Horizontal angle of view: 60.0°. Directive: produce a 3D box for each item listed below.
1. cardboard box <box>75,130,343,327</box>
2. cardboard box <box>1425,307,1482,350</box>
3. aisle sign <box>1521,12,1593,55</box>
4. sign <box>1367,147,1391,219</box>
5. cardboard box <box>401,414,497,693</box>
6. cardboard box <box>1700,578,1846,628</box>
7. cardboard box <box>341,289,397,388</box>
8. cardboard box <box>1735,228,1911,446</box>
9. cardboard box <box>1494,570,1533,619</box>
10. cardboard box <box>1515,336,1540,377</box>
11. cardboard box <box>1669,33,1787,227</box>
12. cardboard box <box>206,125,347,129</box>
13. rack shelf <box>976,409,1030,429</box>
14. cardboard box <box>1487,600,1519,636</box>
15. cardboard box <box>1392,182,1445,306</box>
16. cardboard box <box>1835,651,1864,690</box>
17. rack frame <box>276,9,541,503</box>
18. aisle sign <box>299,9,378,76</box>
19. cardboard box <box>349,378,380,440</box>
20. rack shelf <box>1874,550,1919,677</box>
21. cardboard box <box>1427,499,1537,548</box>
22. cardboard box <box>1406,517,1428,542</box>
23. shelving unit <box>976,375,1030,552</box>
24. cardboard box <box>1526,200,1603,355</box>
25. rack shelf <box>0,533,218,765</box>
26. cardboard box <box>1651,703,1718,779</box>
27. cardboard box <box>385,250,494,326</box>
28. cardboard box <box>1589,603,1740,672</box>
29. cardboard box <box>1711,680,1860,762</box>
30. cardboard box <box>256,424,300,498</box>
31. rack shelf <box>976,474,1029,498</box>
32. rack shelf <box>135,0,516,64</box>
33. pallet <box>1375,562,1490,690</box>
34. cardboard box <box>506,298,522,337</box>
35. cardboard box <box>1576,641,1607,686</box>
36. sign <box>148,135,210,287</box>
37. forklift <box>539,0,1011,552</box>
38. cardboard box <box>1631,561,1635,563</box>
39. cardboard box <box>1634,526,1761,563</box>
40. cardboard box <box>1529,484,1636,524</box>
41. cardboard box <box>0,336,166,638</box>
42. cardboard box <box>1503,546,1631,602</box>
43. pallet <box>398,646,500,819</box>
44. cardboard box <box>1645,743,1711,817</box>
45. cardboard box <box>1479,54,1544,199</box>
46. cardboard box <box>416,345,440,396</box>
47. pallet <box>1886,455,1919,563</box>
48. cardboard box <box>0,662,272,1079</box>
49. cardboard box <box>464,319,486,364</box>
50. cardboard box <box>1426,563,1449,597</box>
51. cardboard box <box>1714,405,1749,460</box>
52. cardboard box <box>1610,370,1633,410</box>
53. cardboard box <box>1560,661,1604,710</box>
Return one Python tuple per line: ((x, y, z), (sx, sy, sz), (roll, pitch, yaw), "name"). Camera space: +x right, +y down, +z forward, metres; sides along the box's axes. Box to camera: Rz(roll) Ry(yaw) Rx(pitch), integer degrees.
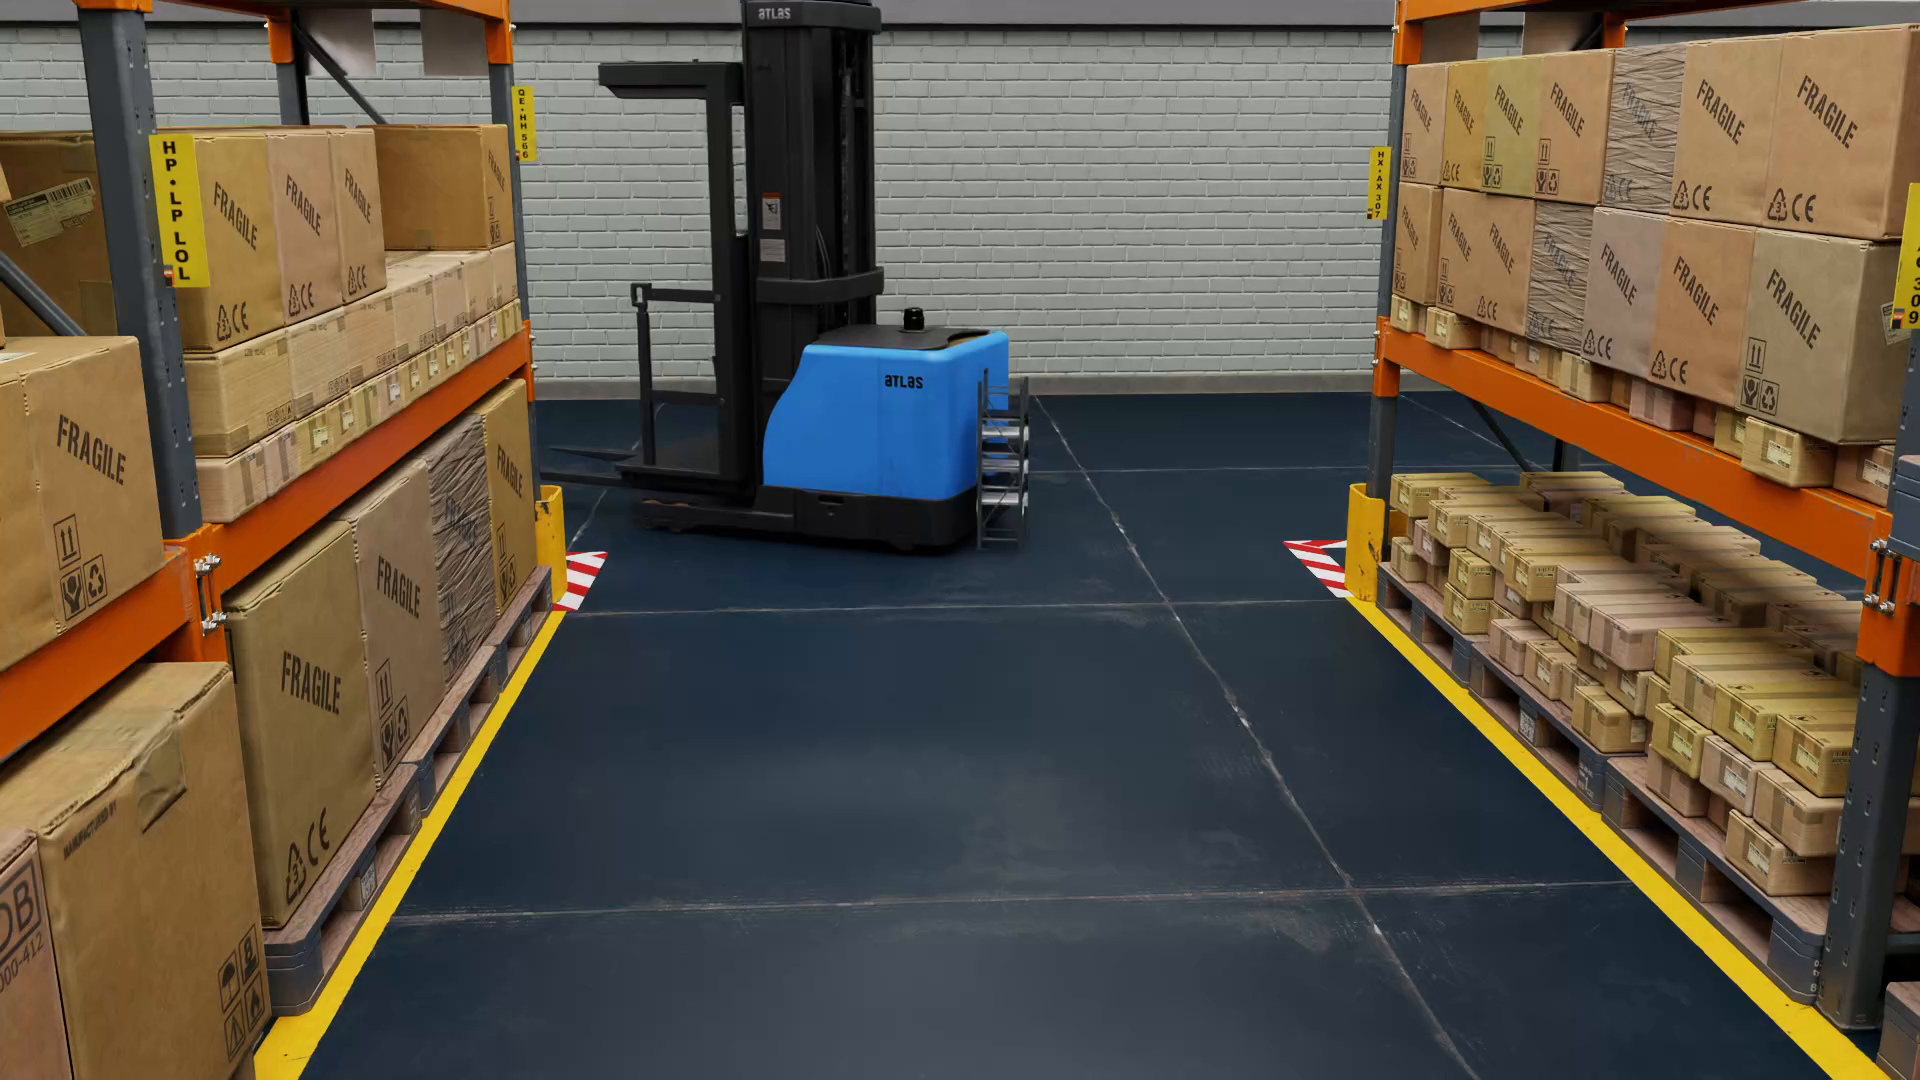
((-2.038, -0.861, 4.550), (0.500, 0.500, 0.500), (-1, 14, -3), "cardboard box")
((2.181, -0.889, 6.965), (0.380, 0.149, 0.250), (-1, 14, -5), "cardboard box")
((2.763, -2.508, 7.538), (0.394, 0.787, 0.004), (-1, 14, -3), "aisle sign")
((1.926, -1.637, 7.633), (0.100, 0.325, 0.005), (-1, 14, -3), "sign")
((-2.313, 0.035, 6.293), (0.875, 0.875, 0.875), (-1, 14, -3), "cardboard box")
((2.806, 0.241, 5.753), (0.380, 0.149, 0.250), (-1, 15, -6), "cardboard box")
((-2.072, -0.625, 5.140), (0.500, 0.250, 0.500), (-1, 14, -2), "cardboard box")
((2.404, -0.540, 4.308), (0.500, 0.500, 0.500), (-1, 14, -3), "cardboard box")
((2.327, 0.199, 6.513), (0.380, 0.149, 0.250), (-2, 15, -6), "cardboard box")
((2.313, -0.697, 6.219), (0.380, 0.149, 0.250), (-1, 14, -5), "cardboard box")
((2.379, -1.150, 4.671), (0.500, 0.500, 0.500), (-1, 14, -5), "cardboard box")
((-2.698, -1.362, 6.499), (0.500, 0.500, 0.500), (-1, 14, -5), "cardboard box")
((0.227, -0.634, 8.737), (0.258, 0.077, 0.200), (2, 15, 9), "rack shelf")
((2.318, 0.339, 6.569), (0.380, 0.149, 0.250), (-1, 14, -3), "cardboard box")
((2.220, -1.303, 7.274), (0.500, 0.500, 0.500), (0, 14, -1), "cardboard box")
((2.878, 0.437, 4.993), (0.380, 0.149, 0.250), (-1, 14, -4), "cardboard box")
((-2.489, -1.175, 7.574), (1.000, 3.000, 0.127), (-1, 14, -3), "rack frame")
((-2.793, -2.447, 7.301), (0.394, 0.787, 0.004), (-1, 14, -3), "aisle sign")
((-1.995, -0.397, 5.054), (0.380, 0.149, 0.250), (-1, 14, -4), "cardboard box")
((2.839, 0.614, 2.064), (1.077, 0.370, 4.000), (-1, 14, -3), "rack shelf")
((2.186, -0.070, 6.965), (0.380, 0.149, 0.250), (-1, 14, -4), "cardboard box")
((2.244, -0.059, 7.518), (0.380, 0.149, 0.250), (0, 14, -1), "cardboard box")
((0.227, -0.405, 8.796), (0.258, 0.900, 0.210), (2, 15, 9), "shelving unit")
((2.334, -0.922, 5.791), (0.500, 0.500, 0.500), (-1, 14, -5), "cardboard box")
((-2.117, 0.665, 1.864), (1.077, 0.370, 4.000), (-1, 14, -3), "rack shelf")
((2.315, 0.595, 4.977), (0.380, 0.149, 0.250), (-1, 14, -5), "cardboard box")
((-2.163, -1.004, 6.613), (0.500, 0.250, 0.500), (-1, 14, -4), "cardboard box")
((2.309, 0.317, 5.461), (0.380, 0.149, 0.250), (-2, 15, -6), "cardboard box")
((2.378, 0.510, 4.709), (0.380, 0.149, 0.250), (-1, 14, -3), "cardboard box")
((-1.944, -0.203, 4.298), (0.380, 0.149, 0.250), (-1, 14, -5), "cardboard box")
((0.227, -0.286, 8.826), (0.258, 0.077, 0.200), (2, 15, 9), "rack shelf")
((-2.365, -1.782, 5.356), (1.077, 0.370, 4.000), (-1, 14, -3), "rack shelf")
((2.487, 0.345, 7.260), (1.003, 0.211, 1.213), (-1, 14, -3), "pallet")
((-2.138, -0.970, 7.281), (0.380, 0.149, 0.250), (-1, 14, -2), "cardboard box")
((2.366, 0.401, 5.731), (0.380, 0.149, 0.250), (-2, 15, -6), "cardboard box")
((-1.700, -0.714, 3.615), (0.100, 0.325, 0.005), (-1, 14, -3), "sign")
((-1.282, -1.574, 9.262), (3.031, 2.935, 1.130), (6, 16, 21), "forklift")
((2.733, 0.131, 6.778), (0.380, 0.149, 0.250), (-1, 14, -4), "cardboard box")
((2.880, 0.048, 6.507), (0.380, 0.149, 0.250), (0, 14, -1), "cardboard box")
((2.712, -0.146, 7.260), (0.380, 0.149, 0.250), (-1, 14, -2), "cardboard box")
((-1.940, -0.117, 3.259), (0.500, 0.500, 0.500), (-1, 14, -3), "cardboard box")
((2.262, 0.125, 6.205), (0.380, 0.149, 0.250), (-1, 14, -3), "cardboard box")
((-2.289, 0.676, 5.977), (1.003, 0.211, 1.213), (-1, 14, -3), "pallet")
((2.338, 0.723, 5.077), (0.380, 0.149, 0.250), (-1, 14, -5), "cardboard box")
((2.278, -1.532, 6.158), (0.500, 0.500, 0.500), (-1, 14, -5), "cardboard box")
((-2.044, -0.590, 5.803), (0.380, 0.149, 0.250), (-1, 14, -2), "cardboard box")
((2.618, 0.053, 3.184), (1.003, 0.211, 1.213), (-1, 14, -3), "pallet")
((-2.182, 0.804, 3.302), (1.225, 0.875, 0.875), (-1, 14, -3), "cardboard box")
((-2.091, -0.781, 6.544), (0.380, 0.149, 0.250), (-1, 14, -2), "cardboard box")
((2.279, 0.150, 7.303), (0.380, 0.149, 0.250), (-1, 14, -4), "cardboard box")
((2.383, -0.307, 4.705), (0.380, 0.149, 0.250), (0, 14, -1), "cardboard box")
((2.382, -0.503, 5.466), (0.380, 0.149, 0.250), (-1, 14, -4), "cardboard box")
((2.338, 0.530, 5.825), (0.380, 0.149, 0.250), (-1, 14, -2), "cardboard box")
